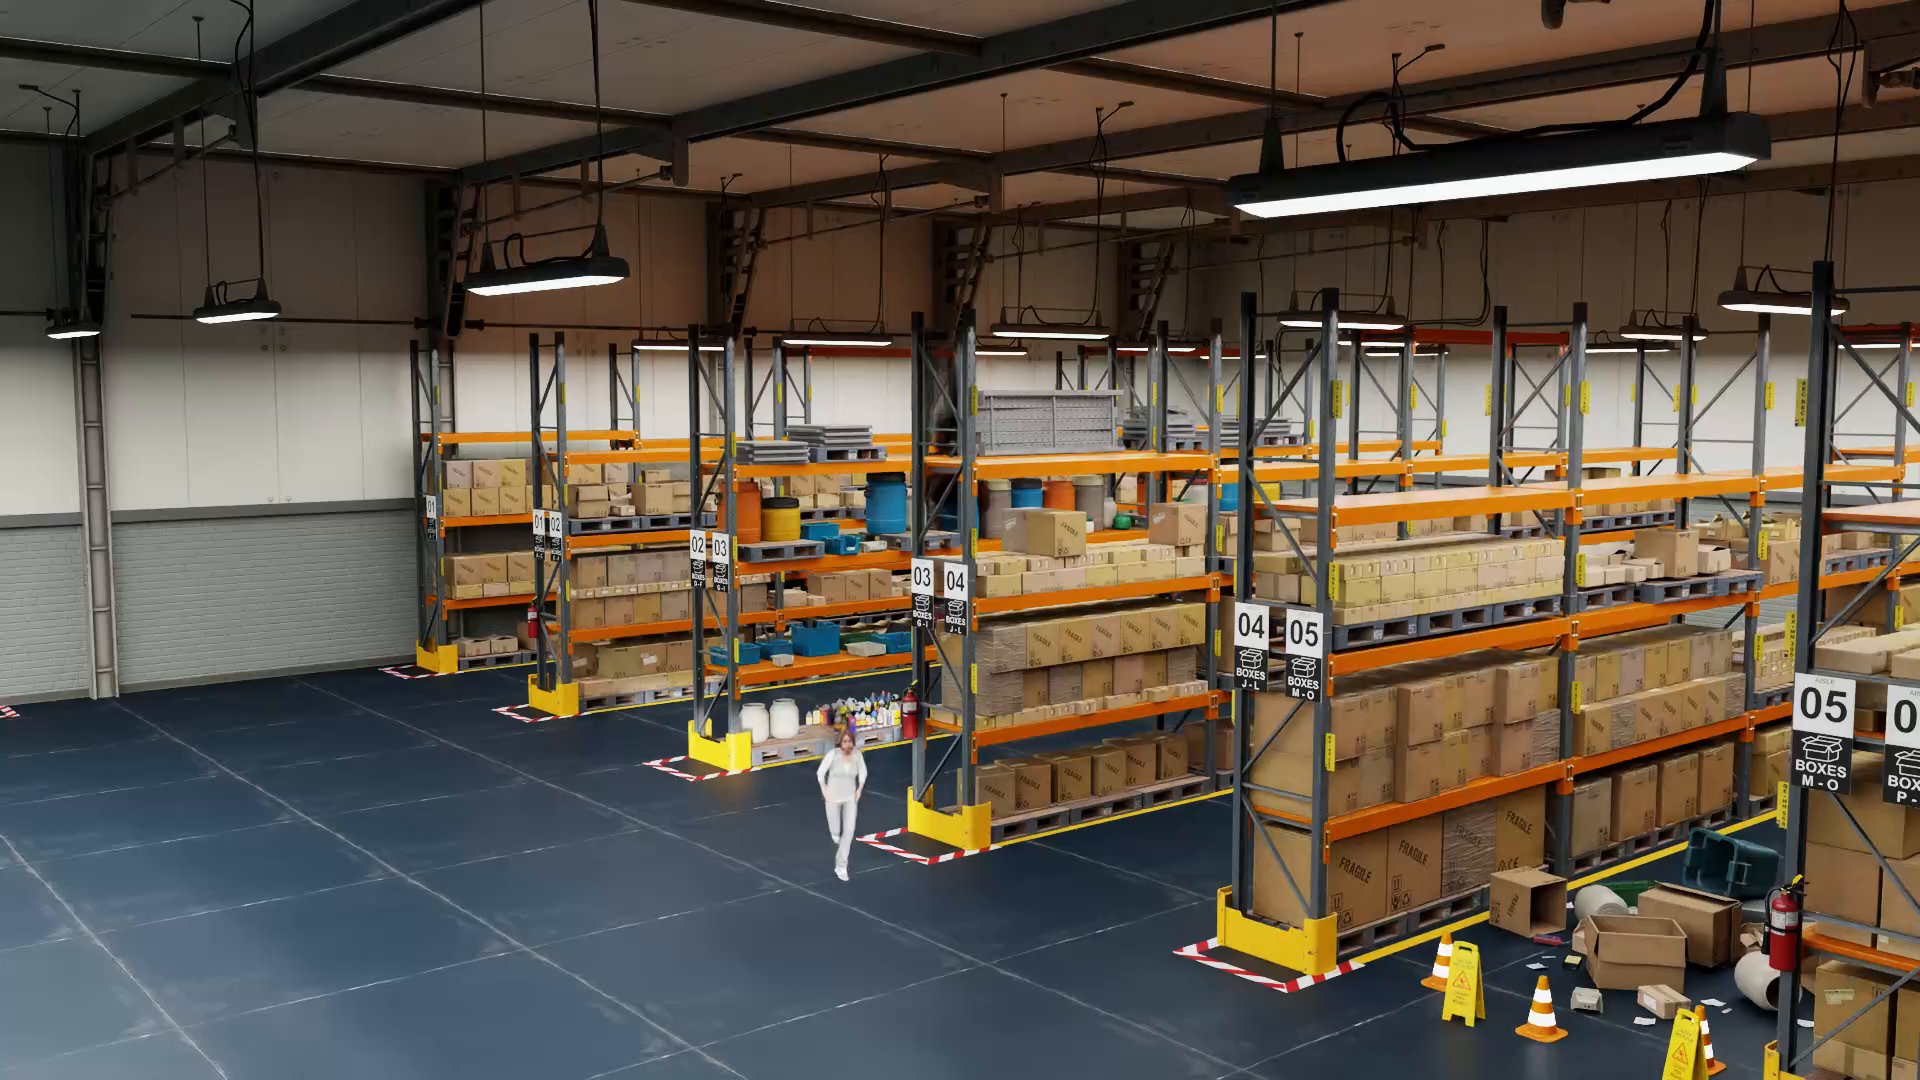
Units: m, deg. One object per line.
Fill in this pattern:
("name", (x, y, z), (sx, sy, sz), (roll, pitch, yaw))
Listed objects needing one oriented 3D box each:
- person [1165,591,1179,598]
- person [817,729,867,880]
("person", (4.170, 1.271, 32.829), (0.729, 1.754, 0.712), (-5, 7, -42))
("person", (-1.265, 2.776, 17.770), (0.546, 1.566, 0.820), (-1, 5, -12))
